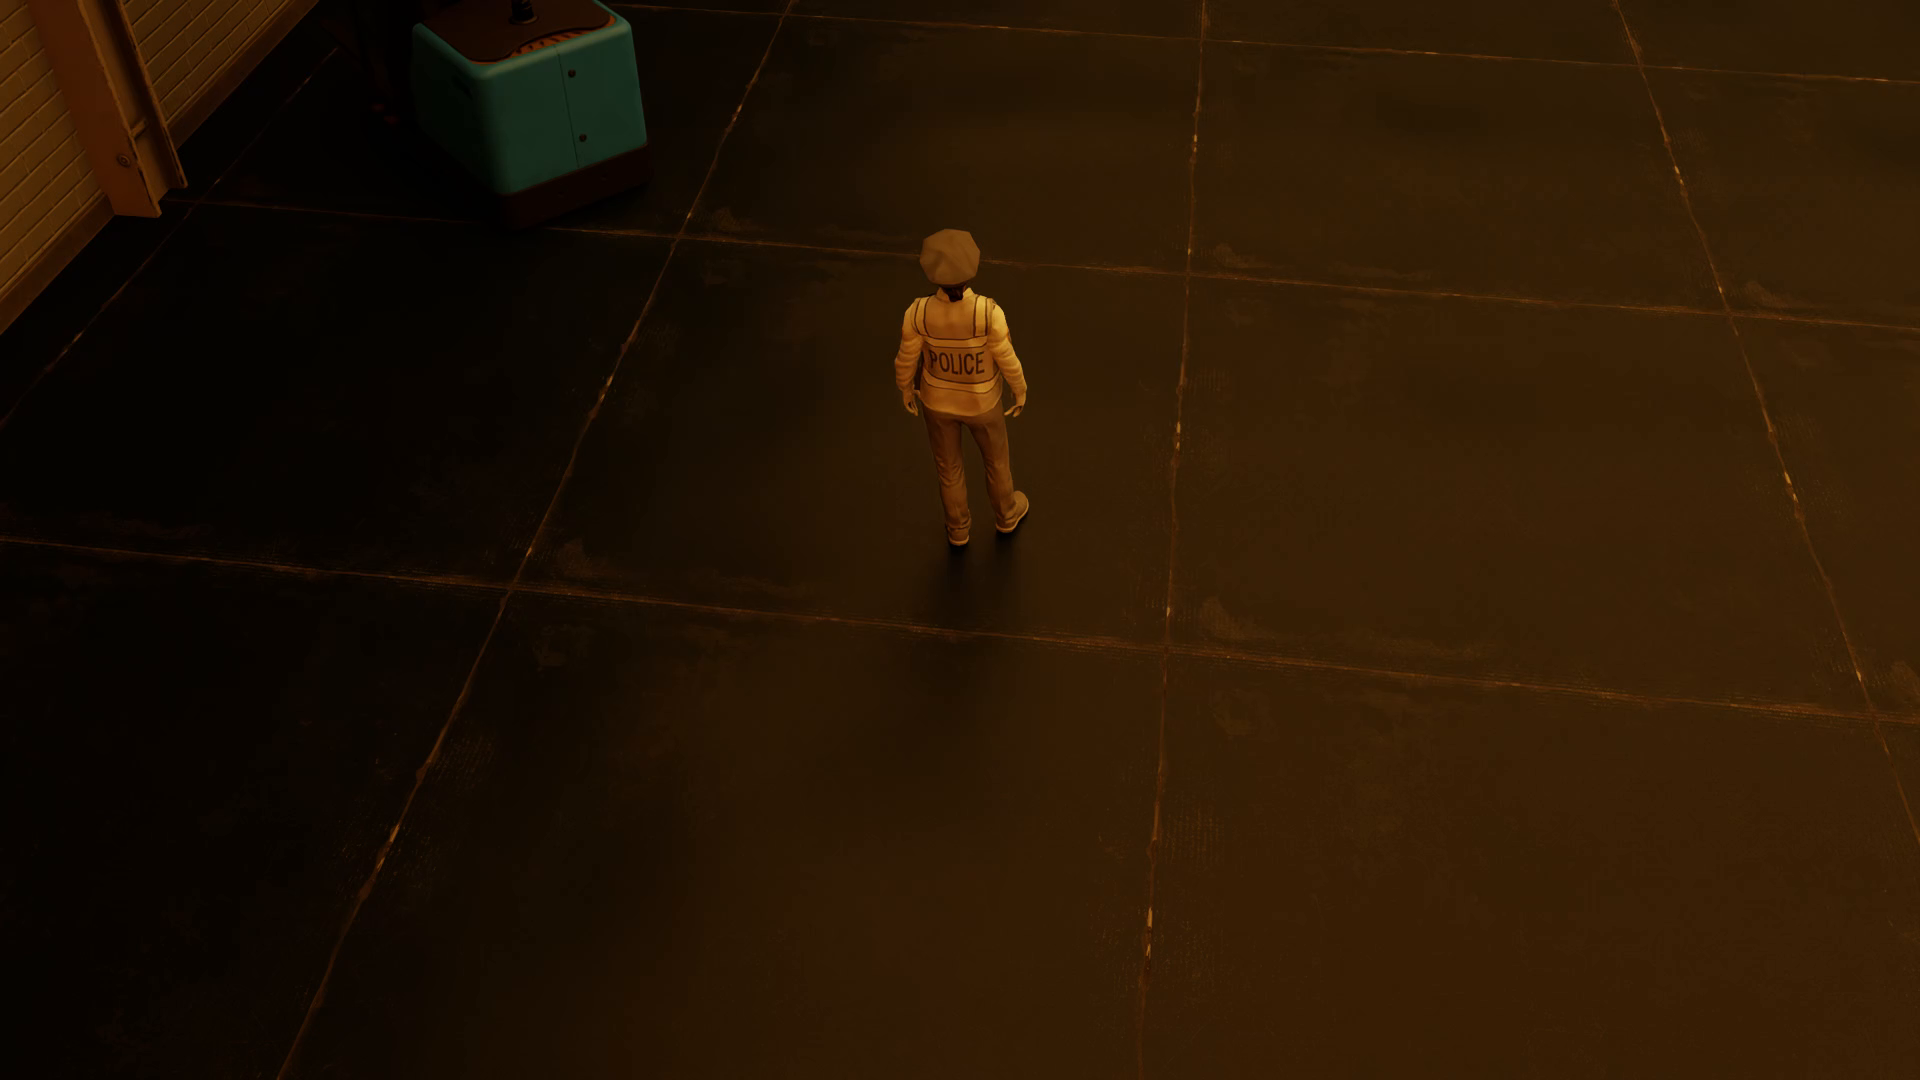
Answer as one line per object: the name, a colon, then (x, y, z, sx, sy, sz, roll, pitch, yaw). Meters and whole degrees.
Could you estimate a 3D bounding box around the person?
person: (0.015, -0.674, 7.361, 0.587, 1.696, 0.534, 5, 43, 6)

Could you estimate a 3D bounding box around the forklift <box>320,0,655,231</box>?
forklift: (-3.194, -3.829, 9.892, 1.130, 2.935, 3.031, -29, 50, -28)
